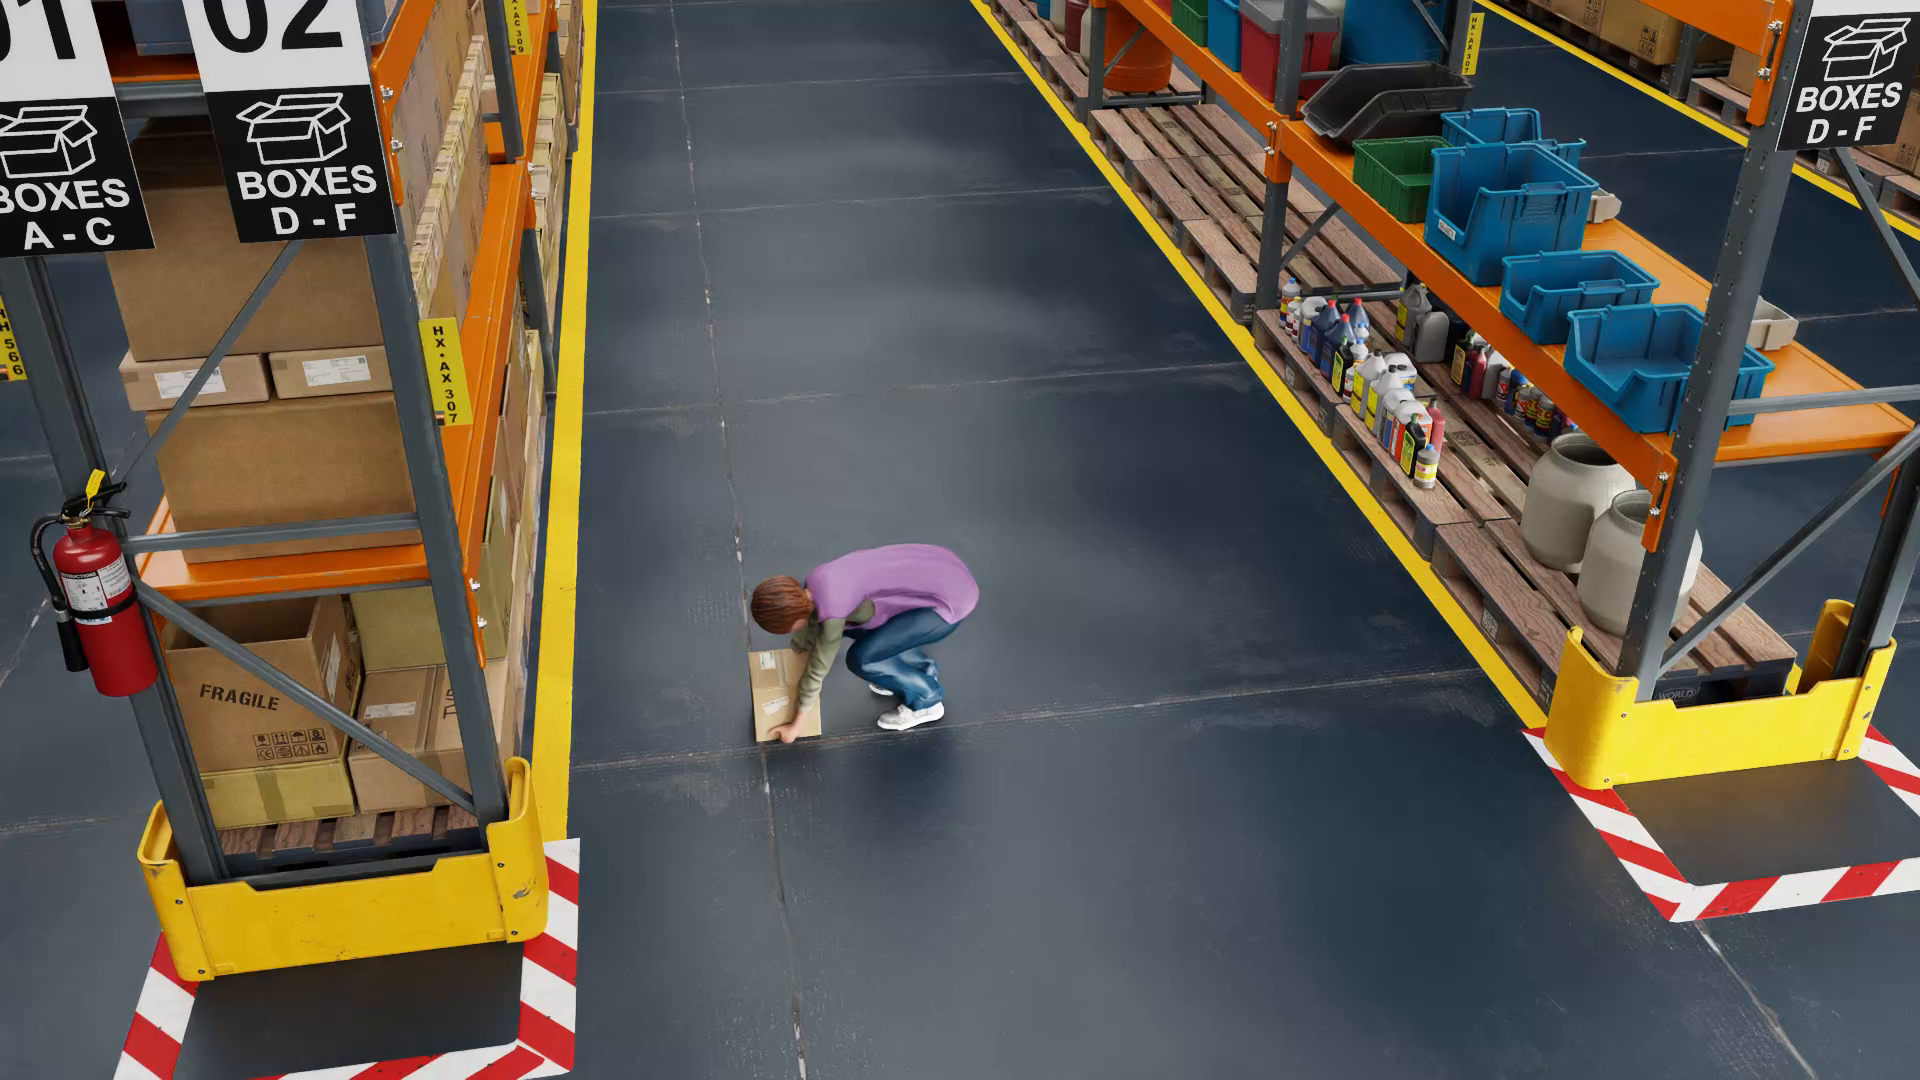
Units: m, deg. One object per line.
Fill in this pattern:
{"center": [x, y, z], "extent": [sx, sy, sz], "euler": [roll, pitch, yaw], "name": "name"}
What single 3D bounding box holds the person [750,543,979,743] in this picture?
{"center": [-0.359, 0.379, 6.397], "extent": [0.873, 0.737, 0.422], "euler": [-6, 32, -10], "name": "person"}
